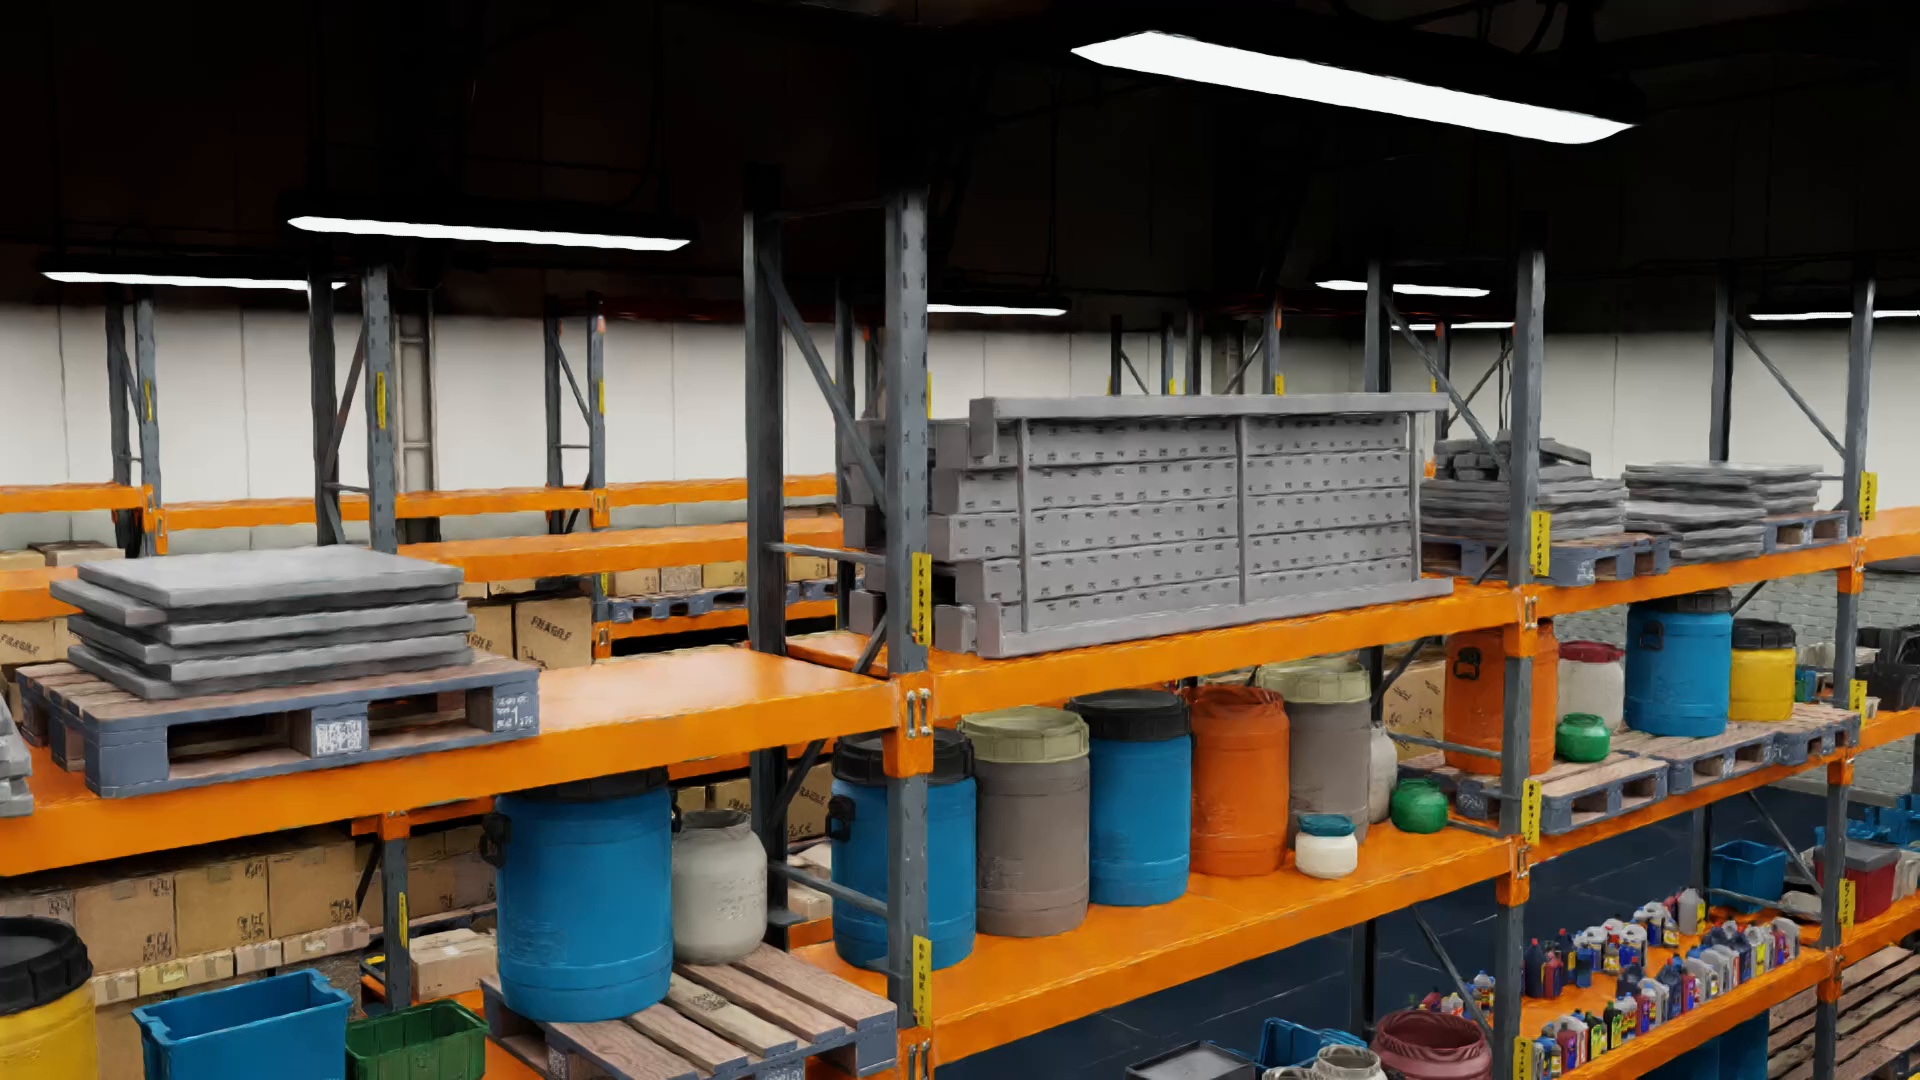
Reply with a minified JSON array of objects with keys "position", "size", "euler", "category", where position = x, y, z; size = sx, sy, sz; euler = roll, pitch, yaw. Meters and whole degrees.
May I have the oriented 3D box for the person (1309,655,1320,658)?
[{"position":[5.072,1.900,24.630],"size":[0.788,1.765,0.640],"euler":[1,6,8],"category":"person"}]
